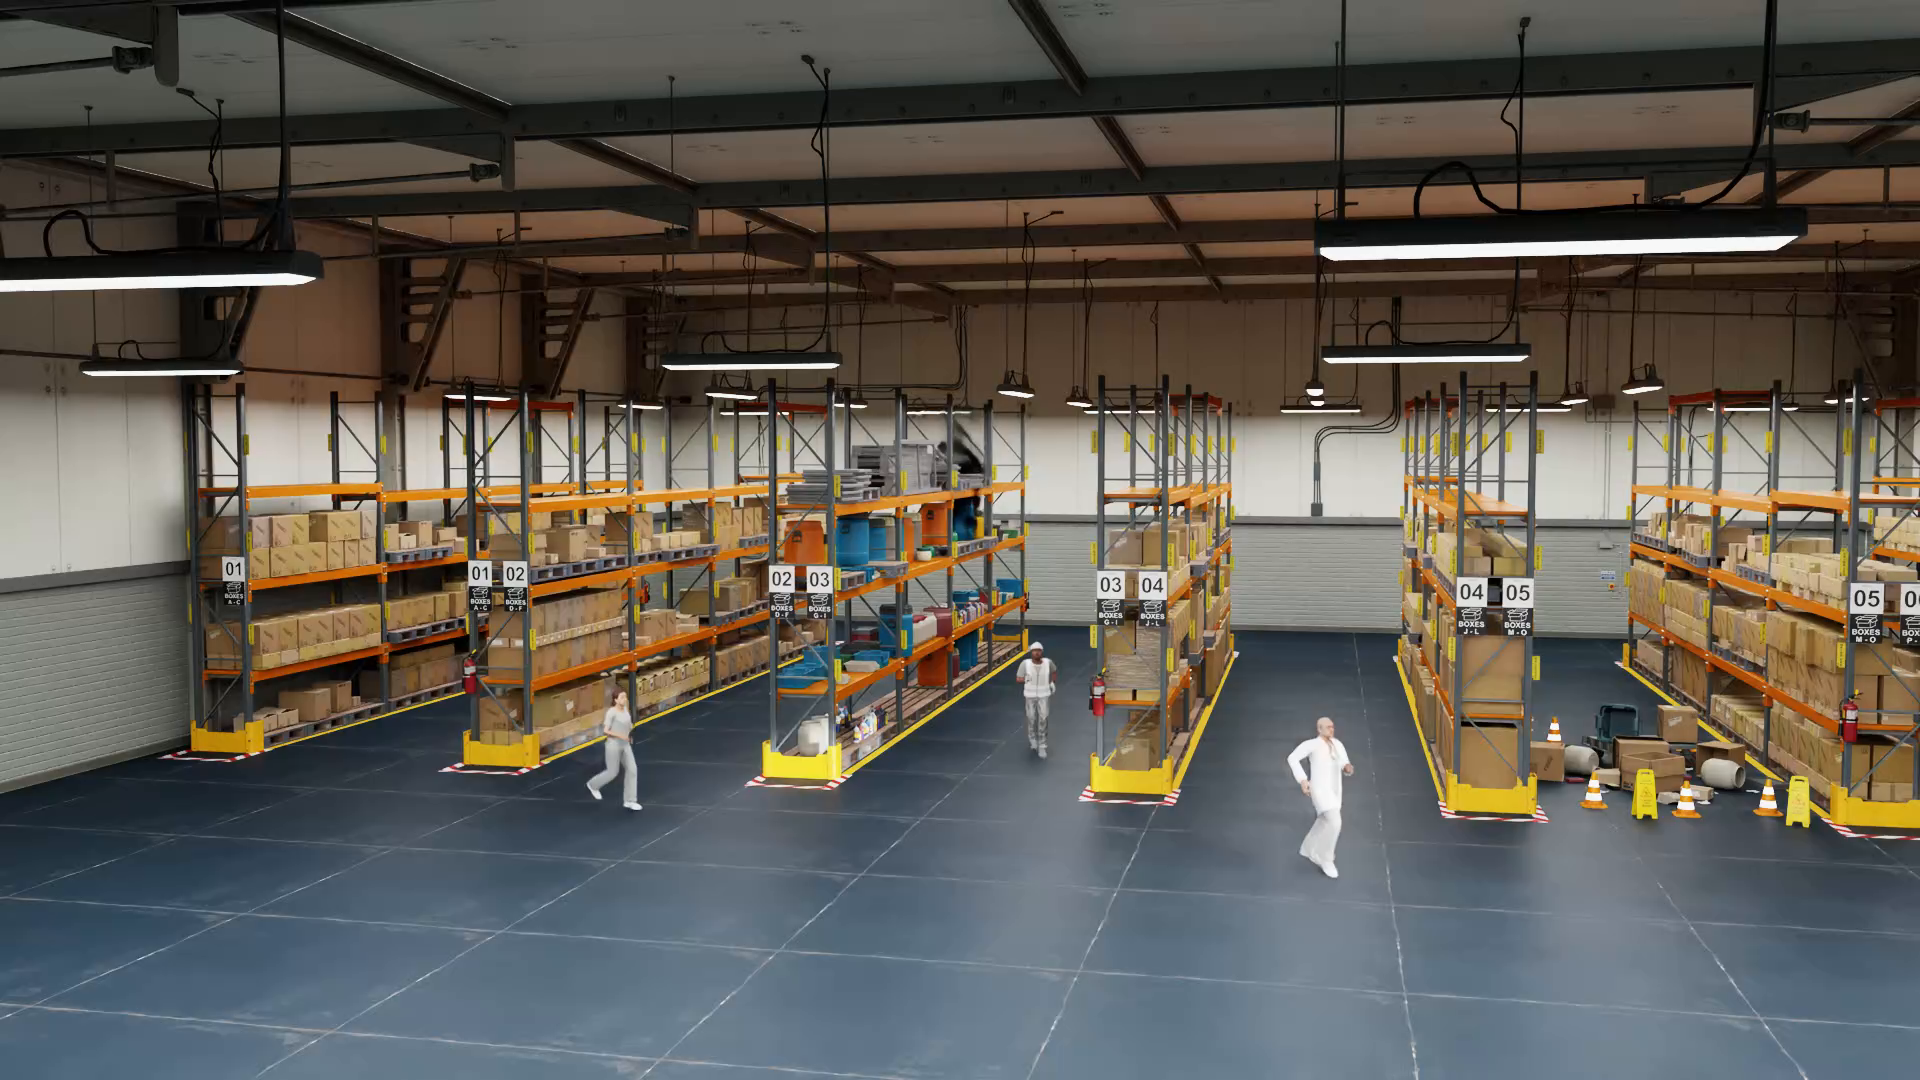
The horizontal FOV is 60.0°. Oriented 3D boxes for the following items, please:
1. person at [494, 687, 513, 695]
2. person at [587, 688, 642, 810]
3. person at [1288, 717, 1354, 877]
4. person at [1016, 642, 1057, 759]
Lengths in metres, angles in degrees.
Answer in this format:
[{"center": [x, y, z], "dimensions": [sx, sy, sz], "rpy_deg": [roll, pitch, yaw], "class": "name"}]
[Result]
[{"center": [-7.954, 2.514, 29.233], "dimensions": [0.609, 1.630, 0.711], "rpy_deg": [1, 3, 12], "class": "person"}, {"center": [-4.751, 2.909, 22.914], "dimensions": [0.926, 1.556, 0.550], "rpy_deg": [2, 4, 32], "class": "person"}, {"center": [4.285, 2.999, 19.522], "dimensions": [0.674, 1.834, 0.823], "rpy_deg": [-3, 4, -38], "class": "person"}, {"center": [1.239, 2.563, 26.877], "dimensions": [0.664, 1.835, 0.775], "rpy_deg": [0, 3, 3], "class": "person"}]
